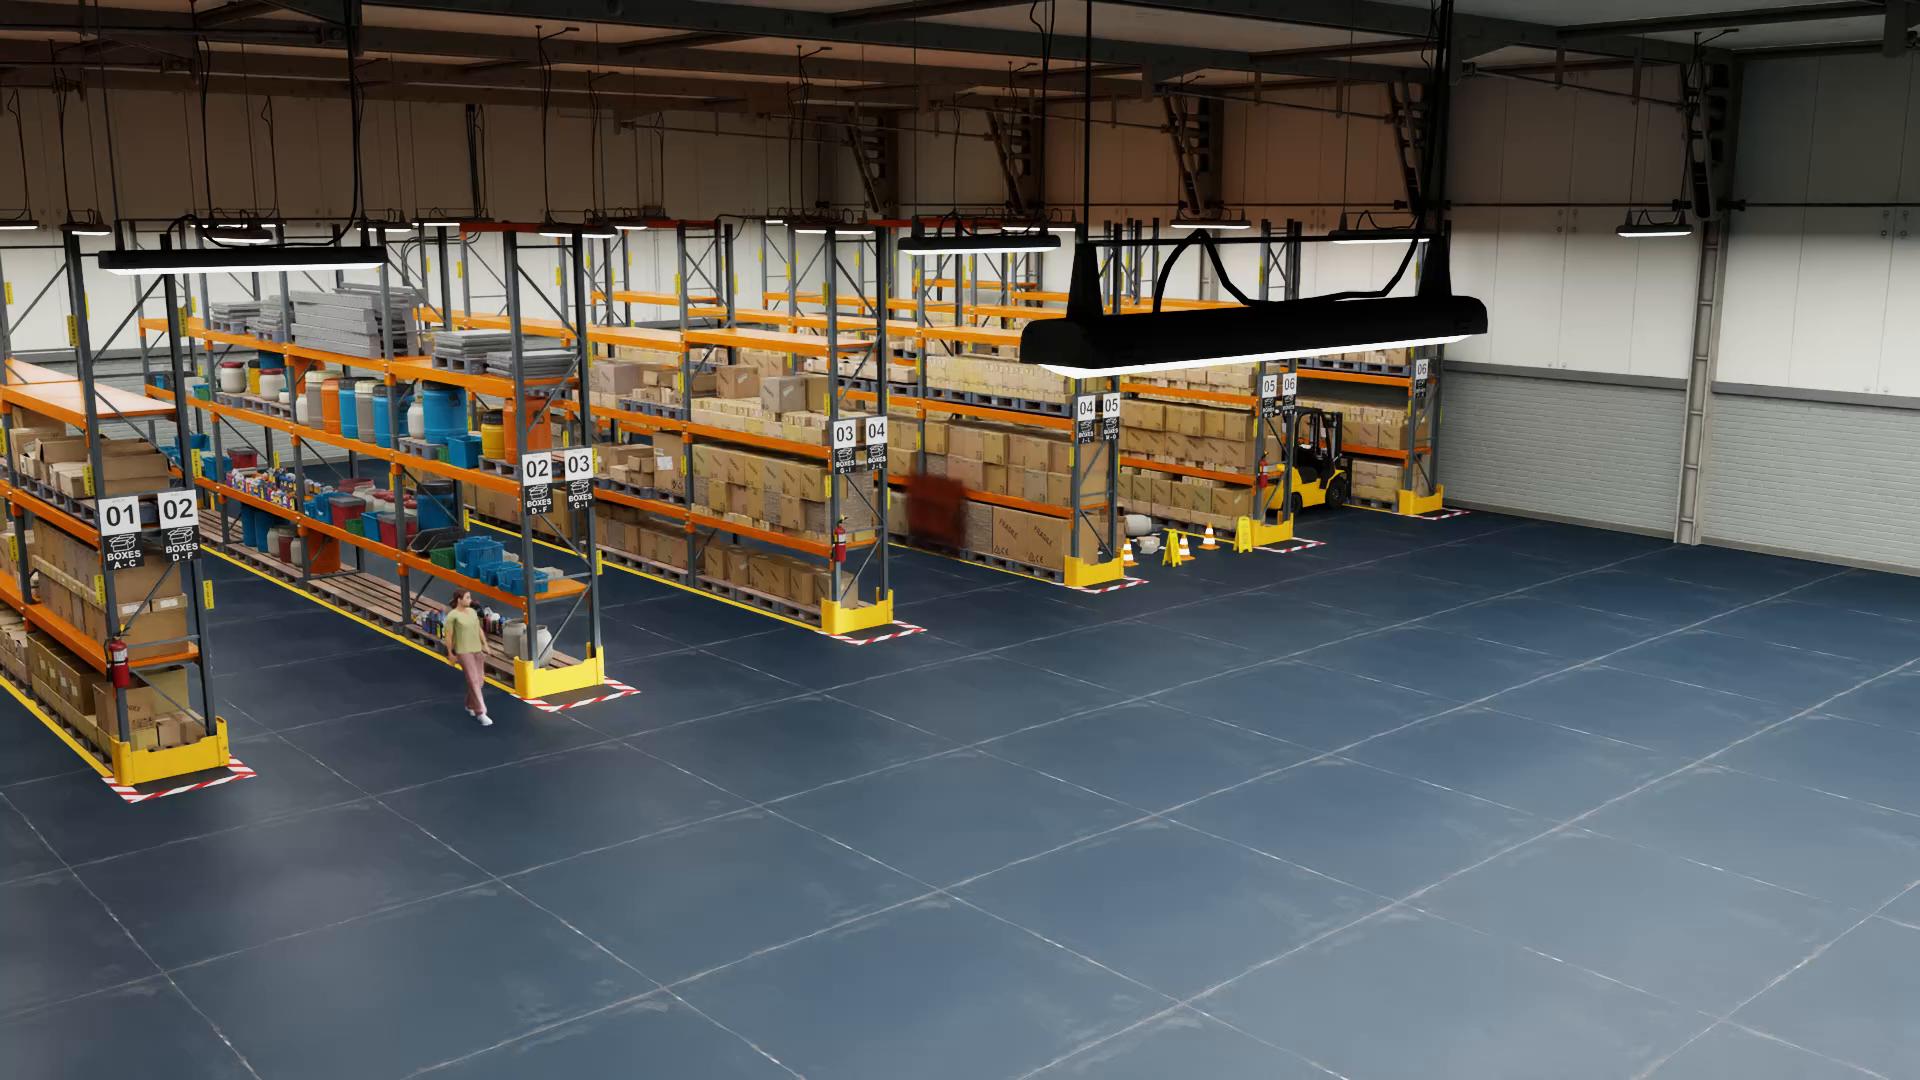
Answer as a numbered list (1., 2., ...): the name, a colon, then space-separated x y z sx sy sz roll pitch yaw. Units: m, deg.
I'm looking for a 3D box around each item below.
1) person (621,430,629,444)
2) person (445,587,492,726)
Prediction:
1. person: -8.635 -2.944 42.032 0.646 1.810 0.453 9 15 39
2. person: -6.025 1.429 20.698 0.761 1.660 0.472 8 14 34
